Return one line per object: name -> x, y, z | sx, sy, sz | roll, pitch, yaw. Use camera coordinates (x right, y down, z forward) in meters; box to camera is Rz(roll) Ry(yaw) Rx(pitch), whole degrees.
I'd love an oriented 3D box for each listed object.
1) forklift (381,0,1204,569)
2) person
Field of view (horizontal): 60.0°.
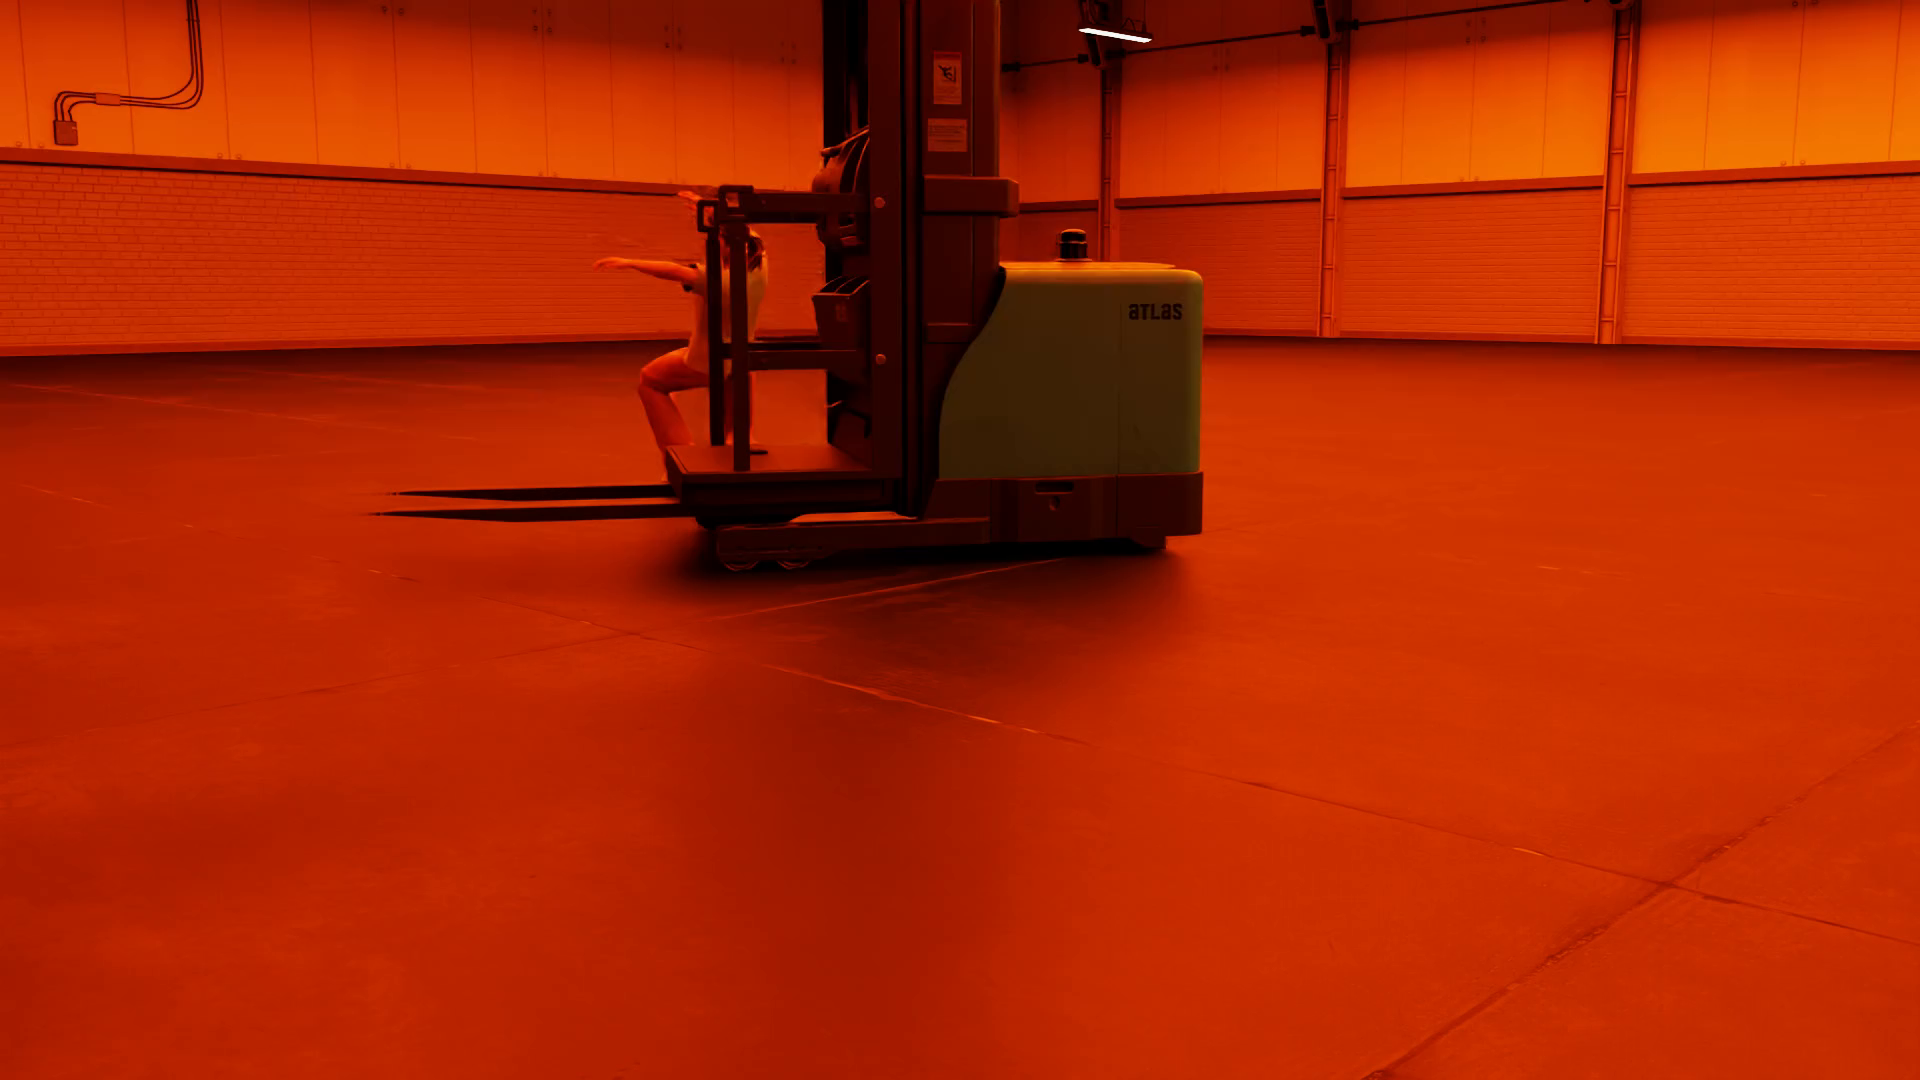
forklift -> -0.636, -1.423, 6.321 | 3.031, 2.935, 1.130 | -2, 9, -13
person -> -1.408, -0.953, 7.890 | 0.978, 1.388, 0.820 | -6, 11, -36
